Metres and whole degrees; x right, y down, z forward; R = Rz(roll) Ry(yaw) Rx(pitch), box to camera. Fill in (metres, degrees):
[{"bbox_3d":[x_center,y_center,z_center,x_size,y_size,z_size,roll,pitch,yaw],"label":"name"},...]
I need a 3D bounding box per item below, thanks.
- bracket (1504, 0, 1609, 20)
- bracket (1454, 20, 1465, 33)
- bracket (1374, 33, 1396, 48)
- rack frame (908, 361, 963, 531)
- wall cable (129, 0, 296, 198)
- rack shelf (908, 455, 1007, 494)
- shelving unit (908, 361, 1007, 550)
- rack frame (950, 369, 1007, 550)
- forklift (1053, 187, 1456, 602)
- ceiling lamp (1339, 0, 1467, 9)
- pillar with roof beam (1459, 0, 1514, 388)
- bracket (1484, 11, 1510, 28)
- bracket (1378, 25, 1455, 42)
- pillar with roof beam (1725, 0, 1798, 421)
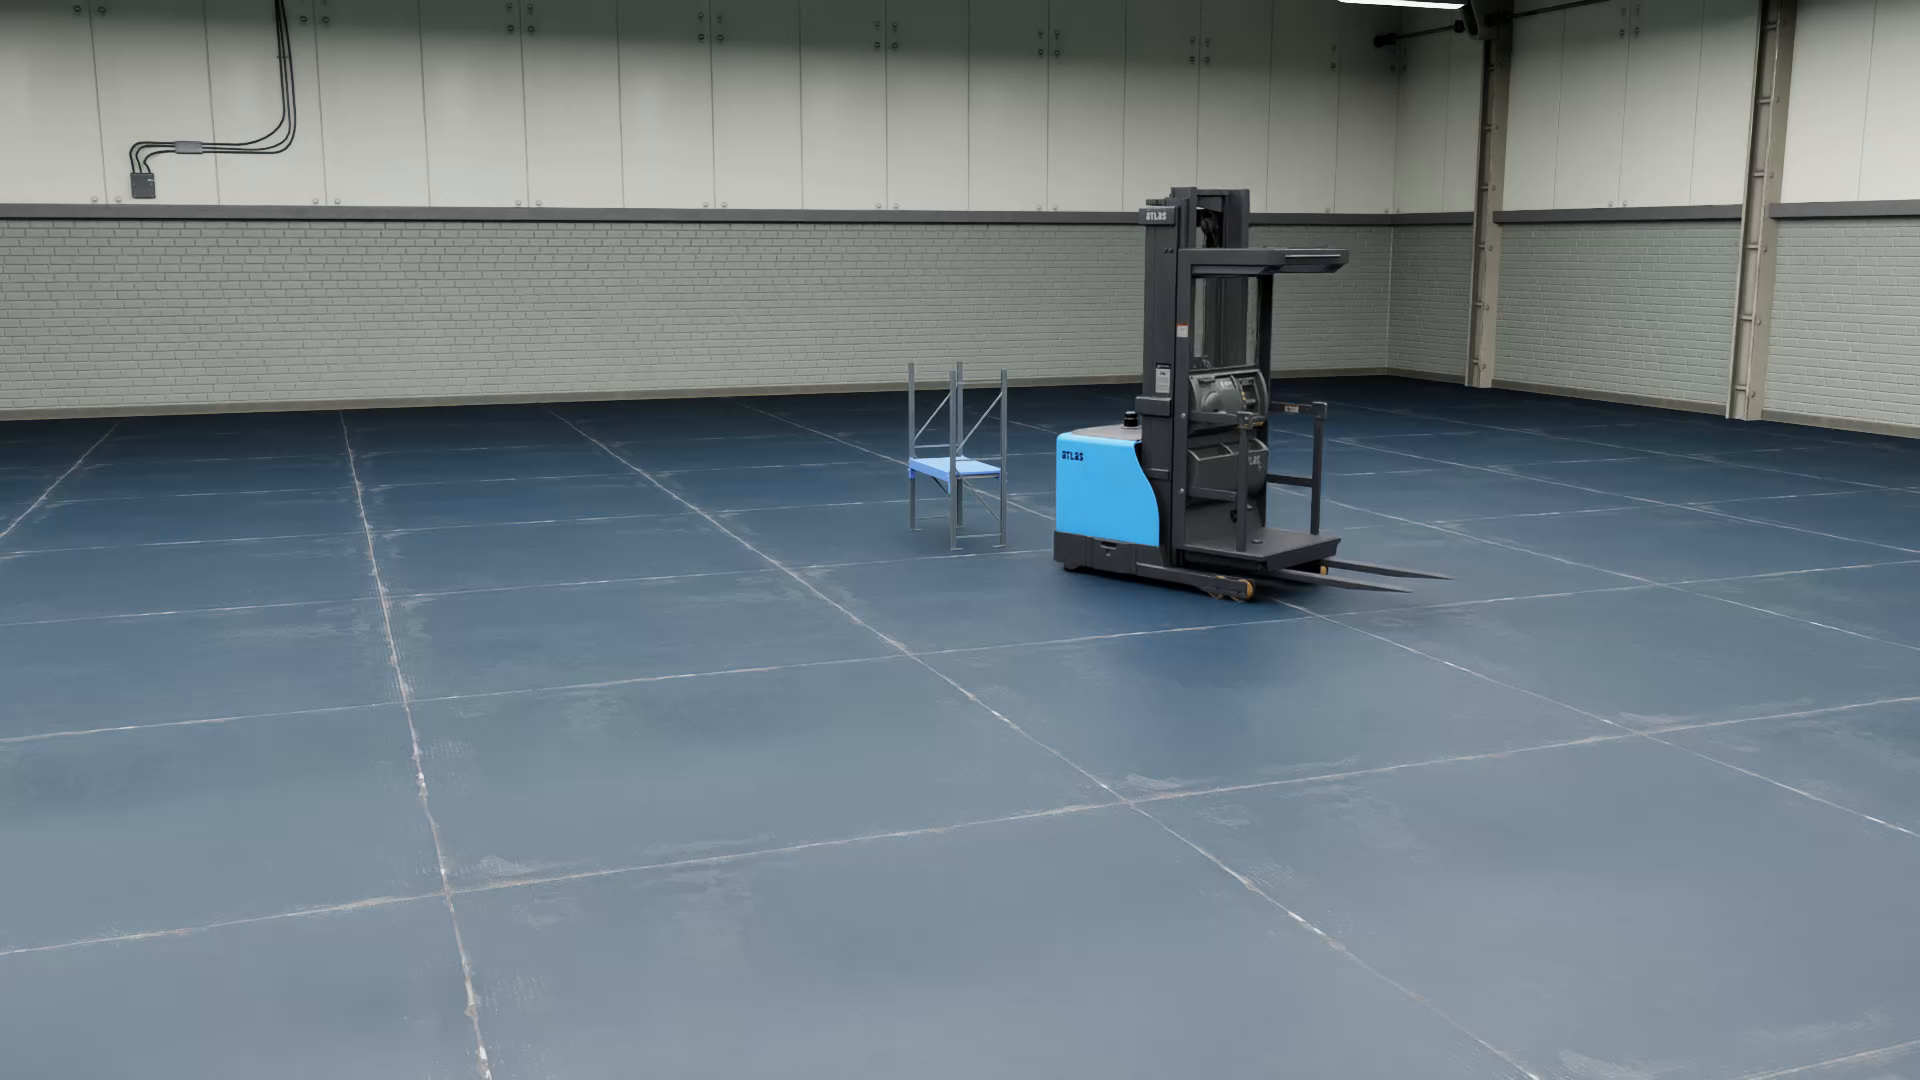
[{"bbox_3d":[10.089,-8.450,25.953,0.076,0.066,4.783,-4,11,-21],"label":"bracket"},{"bbox_3d":[8.855,-9.006,29.079,0.235,0.232,0.430,-4,11,-21],"label":"bracket"},{"bbox_3d":[7.996,-9.393,31.254,0.235,0.232,0.430,-4,11,-21],"label":"bracket"},{"bbox_3d":[-0.215,-0.835,14.834,0.500,1.500,0.032,-4,11,-21],"label":"rack frame"},{"bbox_3d":[-11.004,-8.029,24.152,2.305,6.003,0.169,-4,11,-21],"label":"wall cable"},{"bbox_3d":[-0.031,-0.575,14.399,0.538,0.185,1.000,-4,11,-21],"label":"rack shelf"},{"bbox_3d":[-0.031,-0.752,14.367,0.538,1.500,1.048,-4,11,-21],"label":"shelving unit"},{"bbox_3d":[0.153,-0.669,13.901,0.500,1.500,0.032,-4,11,-21],"label":"rack frame"},{"bbox_3d":[2.155,-1.100,12.233,3.031,2.935,1.130,9,14,43],"label":"forklift"},{"bbox_3d":[6.113,-9.117,23.314,2.000,3.185,0.800,-4,11,-21],"label":"ceiling lamp"},{"bbox_3d":[5.324,-6.916,27.604,9.100,9.000,0.548,-4,11,-21],"label":"pillar with roof beam"},{"bbox_3d":[9.156,-8.871,28.318,0.235,0.232,0.430,-4,11,-21],"label":"bracket"},{"bbox_3d":[8.210,-9.297,30.712,0.076,0.066,3.189,-4,11,-21],"label":"bracket"},{"bbox_3d":[7.498,-5.936,22.099,9.100,9.000,0.400,-4,11,-21],"label":"pillar with roof beam"}]
